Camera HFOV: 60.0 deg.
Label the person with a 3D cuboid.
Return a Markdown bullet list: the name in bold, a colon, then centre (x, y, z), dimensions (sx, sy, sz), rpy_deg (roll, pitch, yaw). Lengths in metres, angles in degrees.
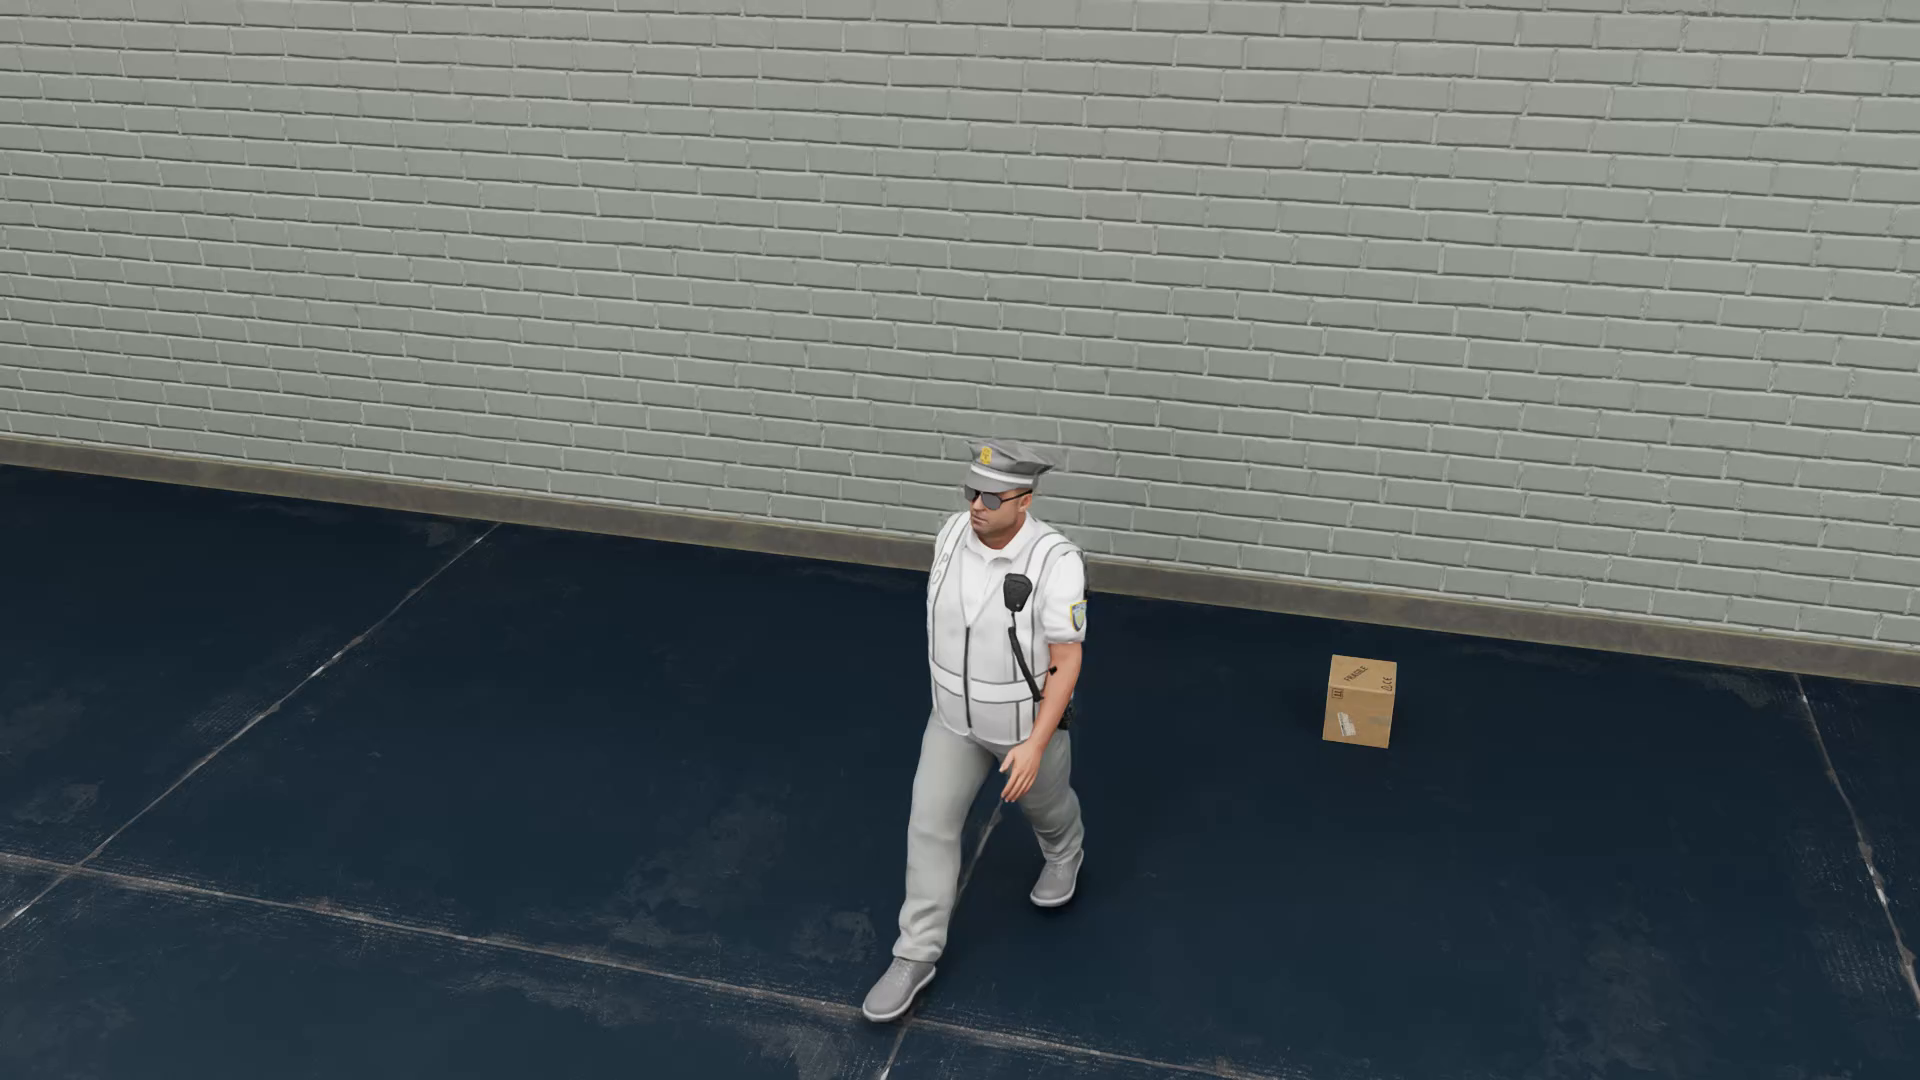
- **person**: centre (0.091, 0.511, 4.953), dimensions (0.547, 1.706, 1.061), rpy_deg (13, 28, 26)
